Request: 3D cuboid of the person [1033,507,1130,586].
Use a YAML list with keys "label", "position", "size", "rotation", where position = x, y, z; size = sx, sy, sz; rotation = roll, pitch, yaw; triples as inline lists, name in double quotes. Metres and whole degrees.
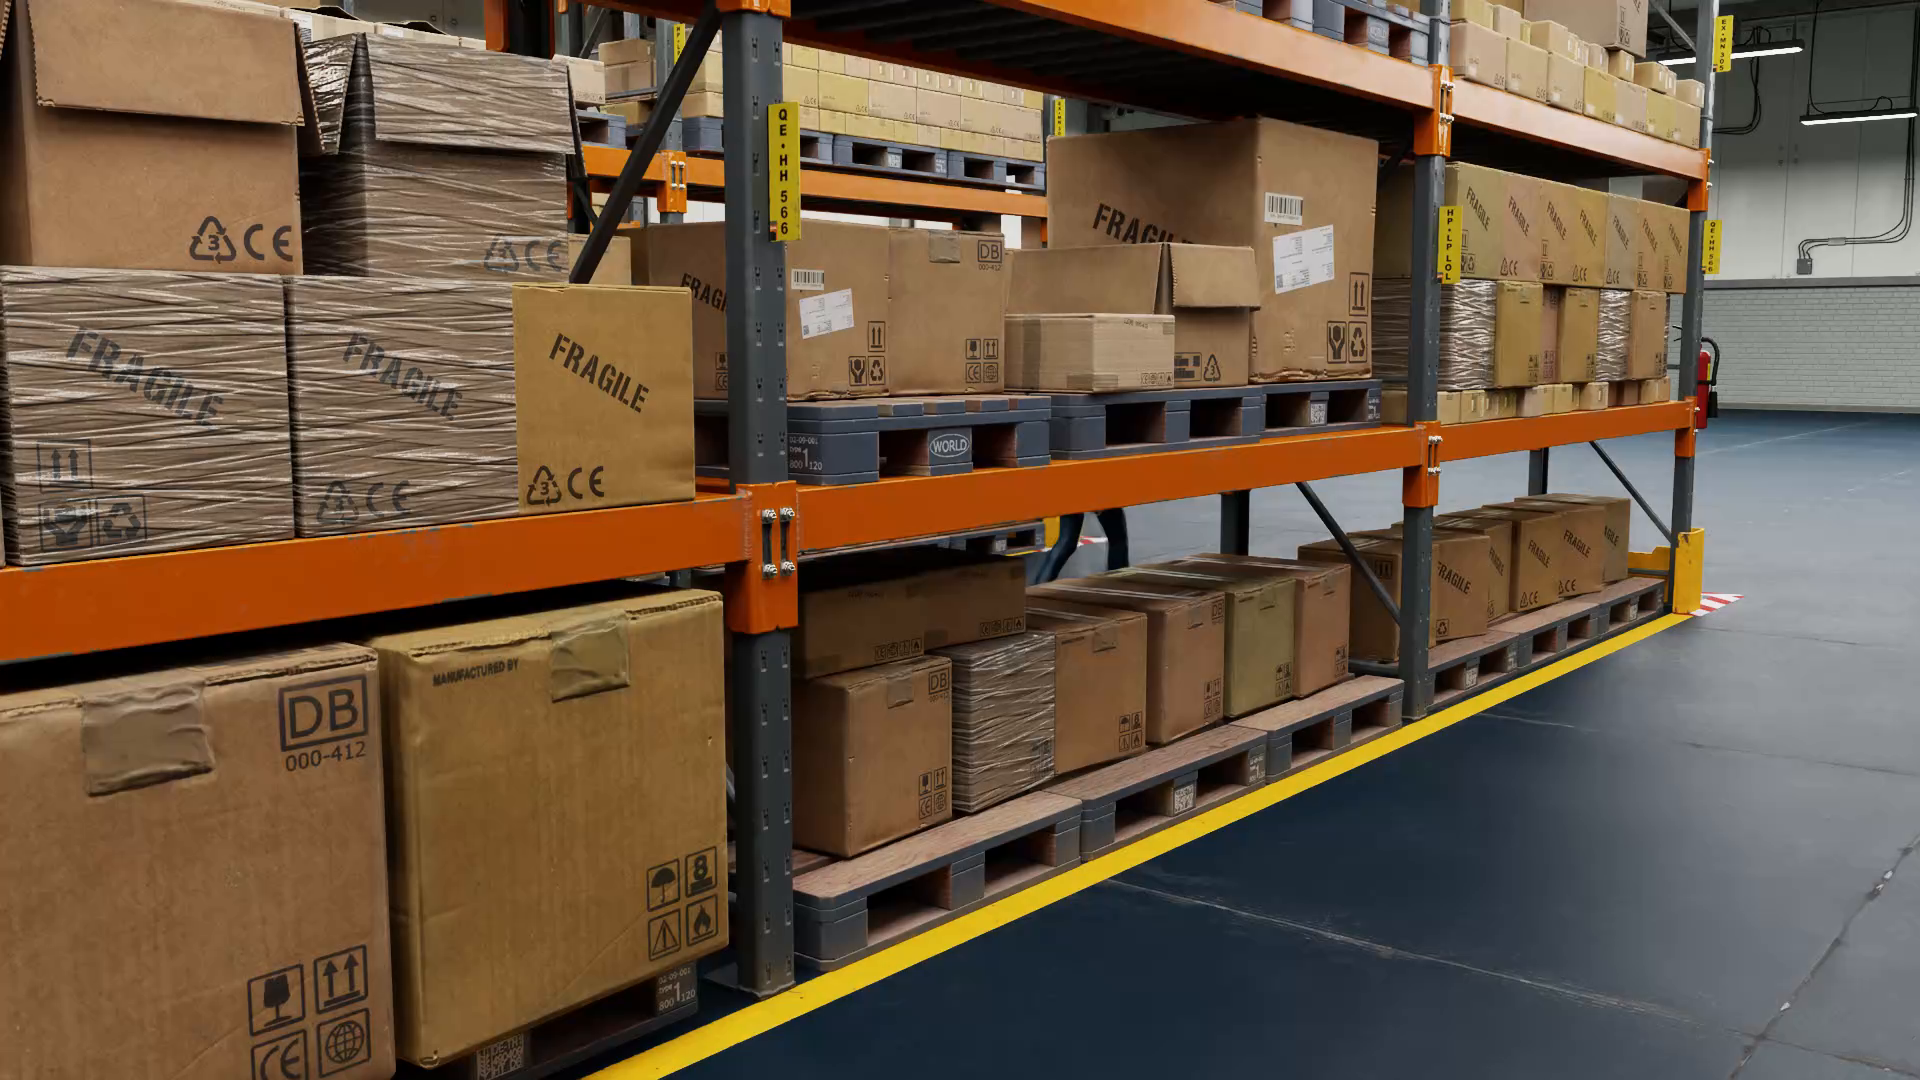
- label: "person"
  position: [0.788, -0.316, 9.918]
  size: [0.922, 1.545, 0.449]
  rotation: [-6, 9, -43]
